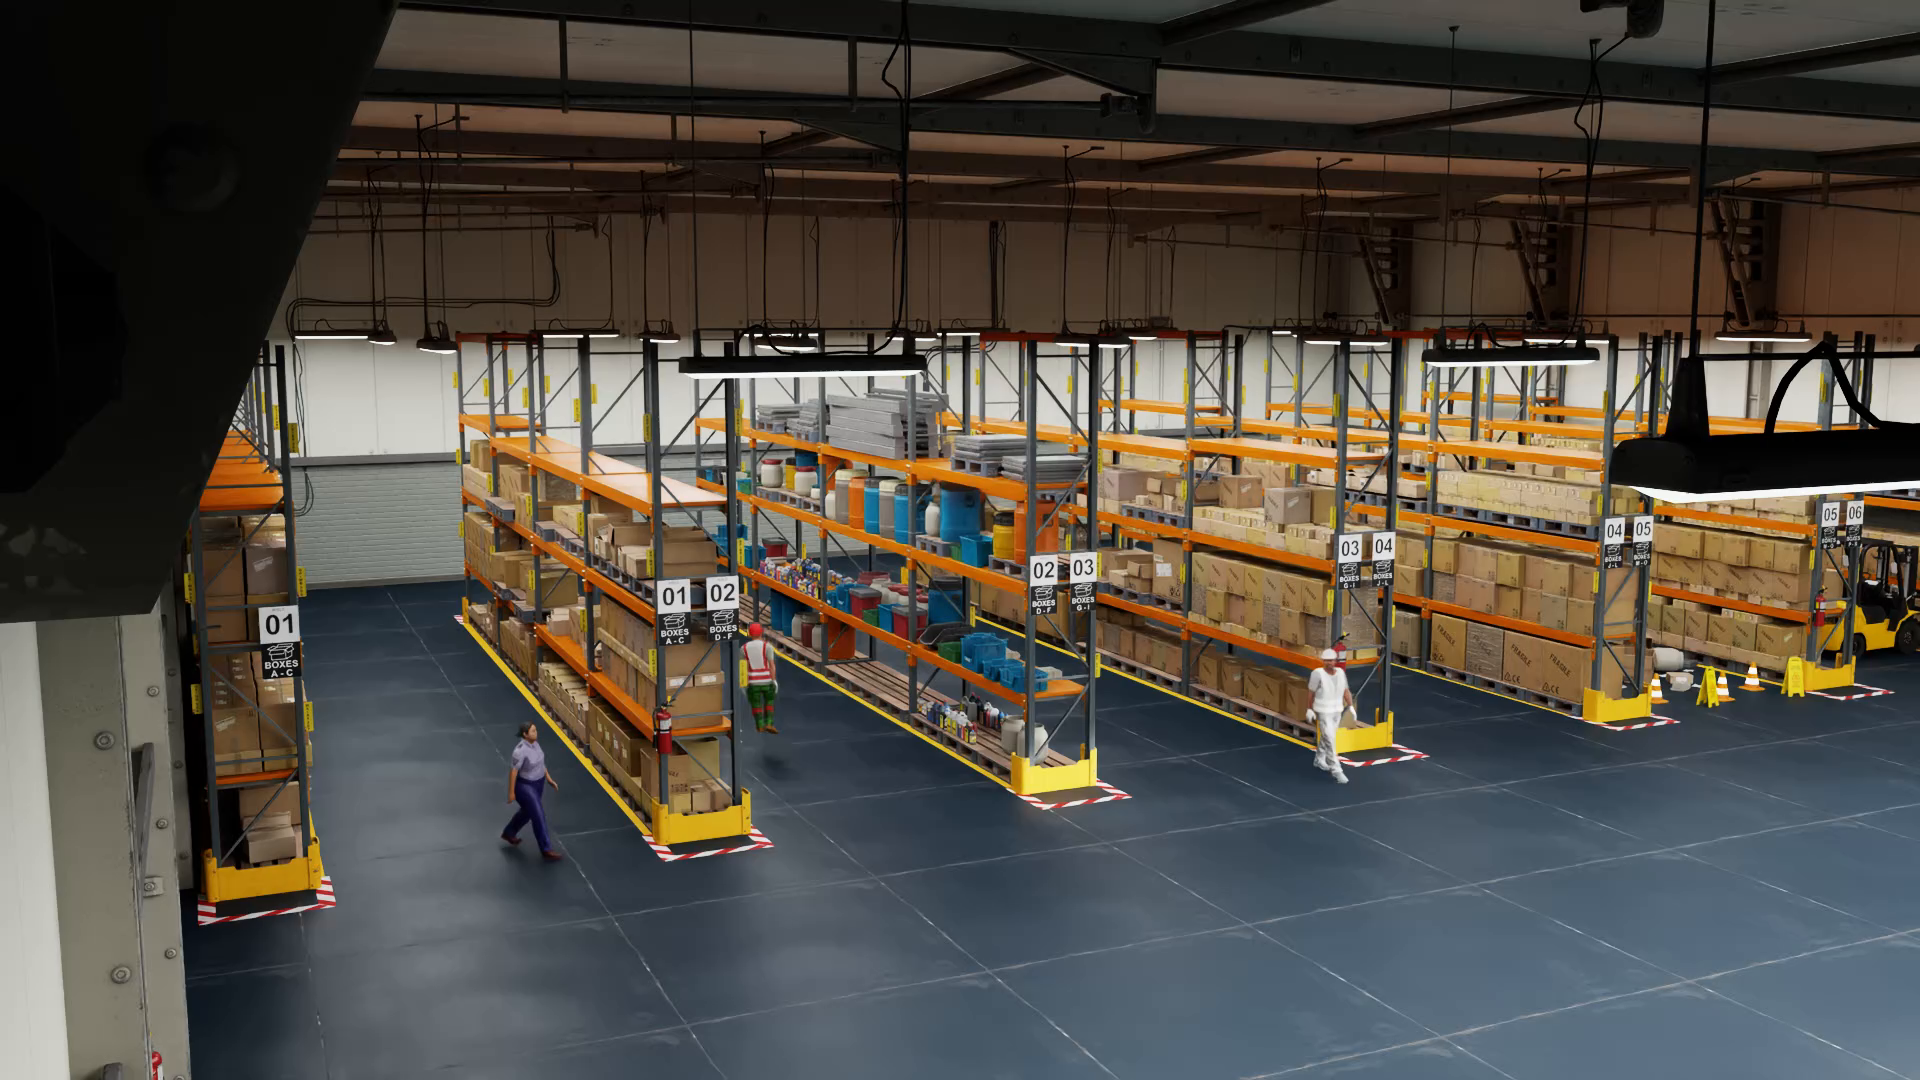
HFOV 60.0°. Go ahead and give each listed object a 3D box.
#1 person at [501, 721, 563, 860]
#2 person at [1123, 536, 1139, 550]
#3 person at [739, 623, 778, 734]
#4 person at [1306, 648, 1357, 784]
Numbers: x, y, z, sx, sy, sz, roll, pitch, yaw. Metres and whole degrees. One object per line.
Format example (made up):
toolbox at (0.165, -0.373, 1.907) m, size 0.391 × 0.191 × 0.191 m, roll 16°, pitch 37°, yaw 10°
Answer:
person at (-5.059, 2.948, 19.557) m, size 1.027 × 1.498 × 0.565 m, roll 4°, pitch 8°, yaw 25°
person at (4.412, -0.202, 42.389) m, size 0.752 × 1.632 × 0.511 m, roll -7°, pitch 11°, yaw -43°
person at (-2.954, 2.035, 24.341) m, size 0.556 × 1.671 × 0.527 m, roll -1°, pitch 8°, yaw -11°
person at (5.131, 2.373, 22.843) m, size 0.572 × 1.767 × 0.854 m, roll -4°, pitch 9°, yaw -26°
